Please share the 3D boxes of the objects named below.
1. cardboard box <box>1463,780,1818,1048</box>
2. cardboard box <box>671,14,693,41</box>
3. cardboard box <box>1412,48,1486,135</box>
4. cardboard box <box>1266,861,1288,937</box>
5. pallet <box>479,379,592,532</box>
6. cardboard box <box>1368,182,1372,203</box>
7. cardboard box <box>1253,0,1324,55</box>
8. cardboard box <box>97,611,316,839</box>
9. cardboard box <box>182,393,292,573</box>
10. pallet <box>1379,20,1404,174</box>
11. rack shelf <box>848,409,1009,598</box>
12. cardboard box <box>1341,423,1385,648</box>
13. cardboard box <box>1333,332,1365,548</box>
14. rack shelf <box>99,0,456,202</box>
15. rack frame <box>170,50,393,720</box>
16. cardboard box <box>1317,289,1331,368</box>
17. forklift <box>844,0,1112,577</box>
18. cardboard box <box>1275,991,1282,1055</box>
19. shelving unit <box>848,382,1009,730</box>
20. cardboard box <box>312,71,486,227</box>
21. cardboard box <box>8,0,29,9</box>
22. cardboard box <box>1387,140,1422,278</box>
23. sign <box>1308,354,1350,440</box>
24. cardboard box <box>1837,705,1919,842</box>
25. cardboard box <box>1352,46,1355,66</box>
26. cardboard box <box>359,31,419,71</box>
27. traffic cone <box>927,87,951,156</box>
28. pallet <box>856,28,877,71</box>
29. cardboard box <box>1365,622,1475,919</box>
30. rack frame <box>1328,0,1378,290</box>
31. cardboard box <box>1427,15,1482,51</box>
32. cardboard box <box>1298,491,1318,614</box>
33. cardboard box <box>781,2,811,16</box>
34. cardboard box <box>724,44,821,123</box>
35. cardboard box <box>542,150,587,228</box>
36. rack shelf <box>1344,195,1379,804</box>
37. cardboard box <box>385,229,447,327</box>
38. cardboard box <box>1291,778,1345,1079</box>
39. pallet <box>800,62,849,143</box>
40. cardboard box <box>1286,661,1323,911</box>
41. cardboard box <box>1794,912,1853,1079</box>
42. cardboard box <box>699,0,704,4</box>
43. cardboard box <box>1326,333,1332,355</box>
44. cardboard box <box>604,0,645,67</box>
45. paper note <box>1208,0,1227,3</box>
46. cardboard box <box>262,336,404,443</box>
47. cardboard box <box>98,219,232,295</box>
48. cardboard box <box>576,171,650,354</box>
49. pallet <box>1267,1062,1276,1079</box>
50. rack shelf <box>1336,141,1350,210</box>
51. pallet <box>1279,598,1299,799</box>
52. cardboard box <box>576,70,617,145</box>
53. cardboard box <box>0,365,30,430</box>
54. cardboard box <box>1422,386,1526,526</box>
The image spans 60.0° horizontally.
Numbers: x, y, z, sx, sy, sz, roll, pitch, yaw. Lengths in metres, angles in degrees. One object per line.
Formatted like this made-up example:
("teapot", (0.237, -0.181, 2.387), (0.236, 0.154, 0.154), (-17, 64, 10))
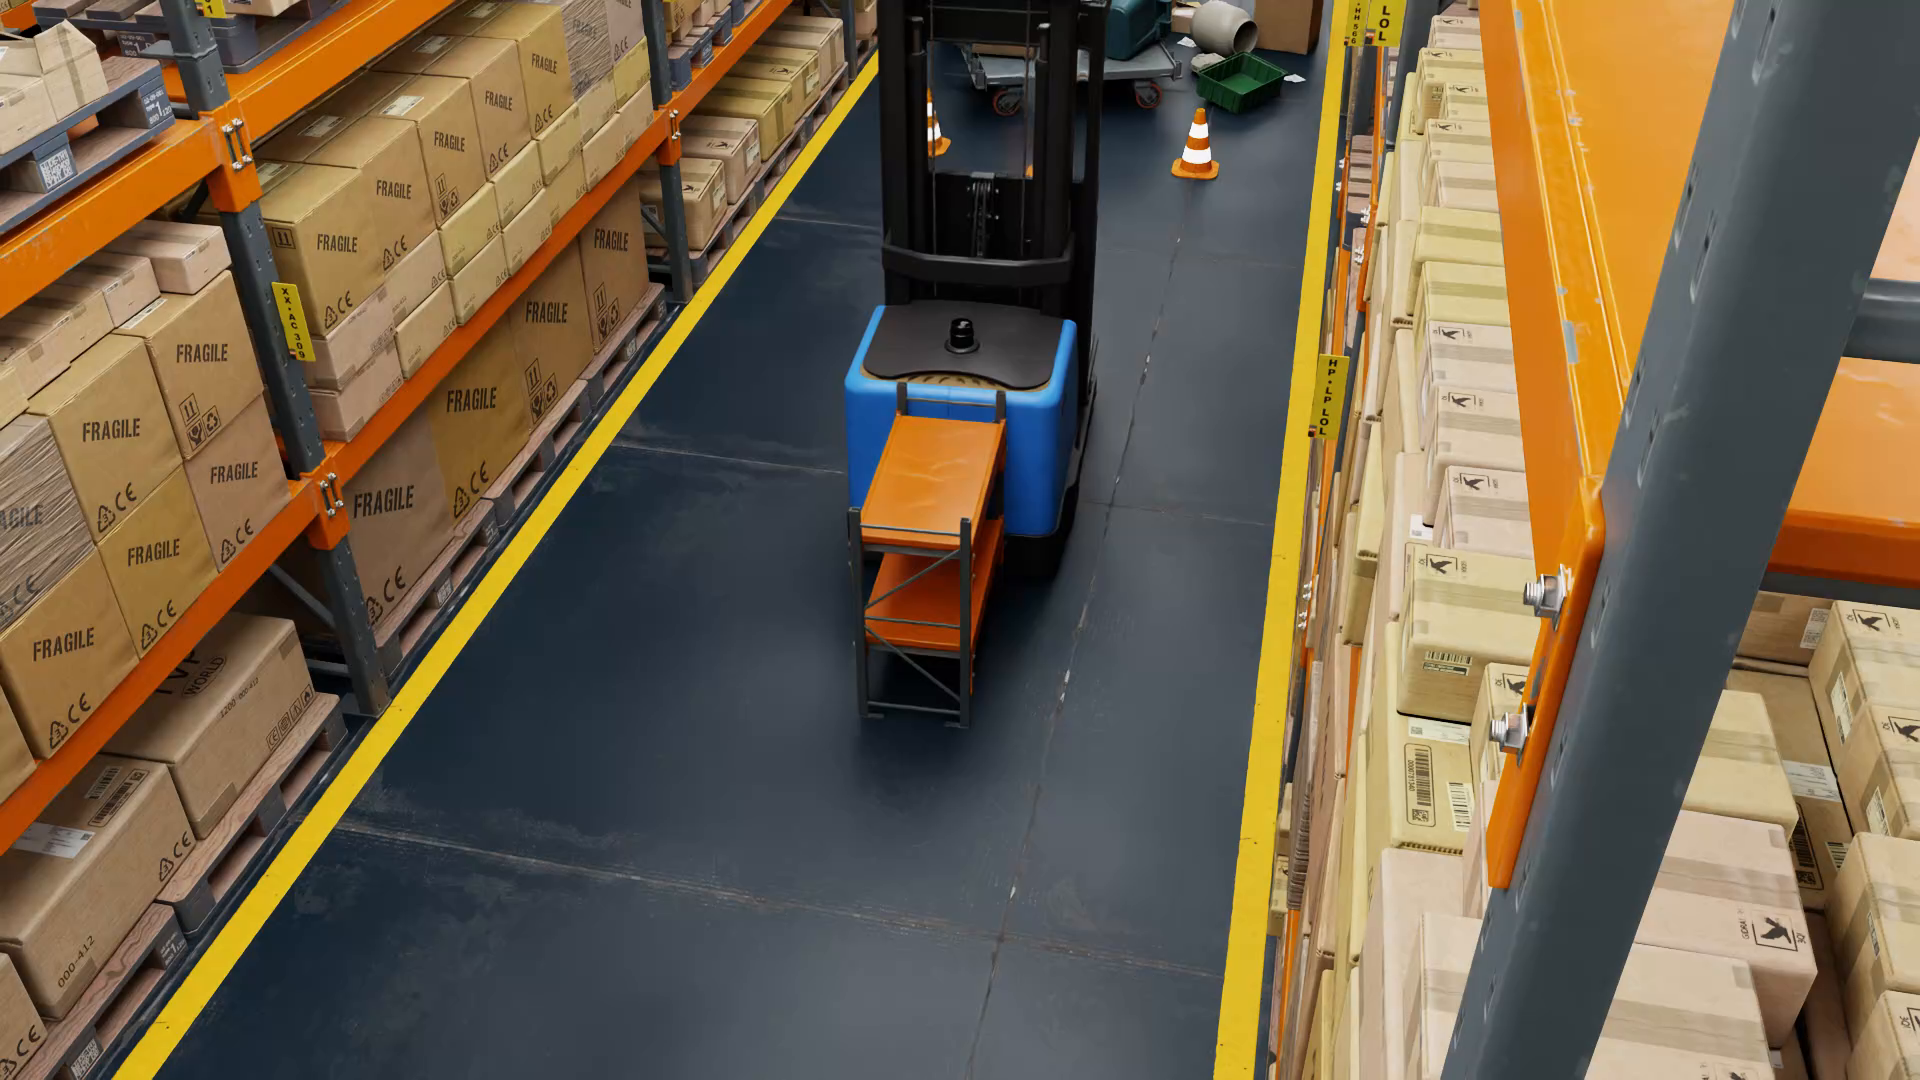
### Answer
("cardboard box", (0.850, 0.470, 2.122), (0.380, 0.149, 0.250), (8, 37, 11))
("cardboard box", (-1.866, -3.192, 10.224), (0.380, 0.149, 0.250), (5, 36, 7))
("cardboard box", (1.404, -1.176, 4.393), (0.380, 0.149, 0.250), (6, 36, 8))
("cardboard box", (1.345, 1.359, 6.161), (0.380, 0.149, 0.250), (8, 37, 11))
("pallet", (-2.715, -0.533, 9.076), (1.003, 0.211, 1.213), (7, 37, 10))
("cardboard box", (2.240, -1.768, 8.260), (0.380, 0.149, 0.250), (9, 37, 12))
("cardboard box", (2.831, -4.541, 14.357), (0.500, 0.500, 0.500), (14, 38, 18))
("cardboard box", (-3.303, 0.705, 6.817), (0.875, 0.438, 0.875), (7, 36, 9))
("cardboard box", (-2.914, -0.252, 6.226), (0.500, 0.500, 0.500), (8, 37, 10))
("pallet", (2.029, -1.426, 5.535), (1.213, 0.211, 1.003), (7, 37, 10))
("rack shelf", (-0.122, -0.179, 7.310), (0.538, 0.278, 1.000), (5, 36, 7))
("cardboard box", (1.093, 0.015, 3.515), (0.500, 0.250, 0.500), (9, 37, 12))
("cardboard box", (1.459, -0.284, 5.166), (0.500, 0.500, 0.500), (8, 37, 11))
("rack shelf", (-2.637, -2.579, 7.579), (1.077, 0.370, 4.000), (7, 37, 10))
("rack frame", (-3.064, -0.509, 6.667), (1.000, 3.000, 0.127), (7, 37, 10))
("cardboard box", (2.247, -1.024, 9.149), (0.500, 0.500, 0.500), (6, 36, 8))
("forklift", (0.188, -1.865, 8.596), (1.130, 2.935, 3.031), (5, 36, 7))
("cardboard box", (1.227, 1.558, 5.379), (0.380, 0.149, 0.250), (8, 37, 11))
("shelving unit", (-0.122, 0.058, 7.482), (0.538, 1.125, 1.048), (5, 36, 7))
("cardboard box", (-2.498, -1.753, 7.446), (0.500, 0.500, 0.500), (6, 36, 9))
("cardboard box", (-6.614, -3.873, 11.436), (0.500, 0.250, 0.500), (7, 36, 9))
("cardboard box", (1.345, -0.772, 4.175), (0.500, 0.250, 0.500), (7, 37, 10))
("sign", (1.250, -0.483, 5.644), (0.100, 0.325, 0.005), (7, 37, 10))
("cardboard box", (1.432, 0.381, 2.244), (0.380, 0.149, 0.250), (7, 37, 10))
("cardboard box", (2.696, -3.145, 10.218), (0.500, 0.500, 0.500), (7, 36, 9))
("cardboard box", (-2.887, -2.126, 7.961), (0.500, 0.500, 0.500), (8, 37, 11))
("traffic cone", (-0.253, -3.182, 12.516), (0.336, 0.463, 0.334), (7, 37, 10))
("pallet", (-1.247, -4.356, 14.350), (1.003, 0.211, 1.213), (7, 37, 10))
("cardboard box", (0.897, 0.401, 2.556), (0.500, 0.250, 0.500), (6, 36, 9))
("rack frame", (2.648, -2.240, 9.054), (1.000, 3.000, 0.127), (7, 37, 10))
("cardboard box", (1.494, -1.328, 4.602), (0.380, 0.149, 0.250), (7, 36, 9))
("cardboard box", (1.815, 0.146, 7.536), (0.500, 0.500, 0.500), (6, 36, 9))
("cardboard box", (-1.492, -4.525, 14.193), (0.500, 0.250, 0.500), (9, 37, 12))
("cardboard box", (-1.615, -3.488, 12.658), (0.950, 0.372, 0.625), (10, 37, 13))
("cardboard box", (-2.281, -1.838, 8.627), (0.500, 0.250, 0.500), (7, 37, 9))
("rack shelf", (1.366, 0.277, 3.639), (1.077, 0.370, 4.000), (7, 37, 10))
("cardboard box", (-2.611, -1.170, 7.280), (0.500, 0.250, 0.500), (8, 37, 11))
("cardboard box", (1.004, 0.898, 3.535), (0.500, 0.500, 0.500), (9, 37, 12))
("pallet", (-1.520, -3.520, 13.197), (1.003, 0.211, 1.213), (7, 37, 10))
("cardboard box", (1.200, 0.714, 4.641), (0.500, 0.500, 0.500), (7, 36, 9))
("cardboard box", (1.289, 0.766, 2.054), (0.500, 0.250, 0.500), (8, 37, 11))
("cardboard box", (-1.783, -3.662, 10.320), (0.500, 0.500, 0.500), (9, 37, 12))
("cardboard box", (2.037, -0.764, 8.151), (0.500, 0.250, 0.500), (8, 37, 10))
("cardboard box", (-2.065, -2.918, 9.054), (0.500, 0.500, 0.500), (6, 36, 9))
("paper note", (2.372, -4.961, 15.341), (0.144, 0.017, 0.142), (20, 41, 26))
("cardboard box", (-2.712, -0.668, 7.013), (0.500, 0.250, 0.500), (6, 36, 9))
("cardboard box", (-2.819, -1.001, 5.855), (0.380, 0.149, 0.250), (7, 36, 9))
("cardboard box", (-2.439, -1.727, 9.799), (0.875, 0.875, 0.875), (7, 37, 10))
("pallet", (1.426, 2.273, 5.203), (1.003, 0.211, 1.213), (7, 37, 10))
("rack shelf", (3.075, -3.095, 10.848), (1.077, 0.370, 4.000), (7, 37, 10))
("pallet", (1.958, 0.736, 7.325), (1.003, 0.211, 1.213), (7, 37, 10))
("cardboard box", (-2.171, -2.340, 8.895), (0.500, 0.250, 0.500), (6, 36, 9))
("cardboard box", (-3.099, -0.426, 5.062), (0.380, 0.149, 0.250), (7, 37, 10))
("cardboard box", (1.027, -0.129, 2.948), (0.380, 0.149, 0.250), (8, 37, 11))
